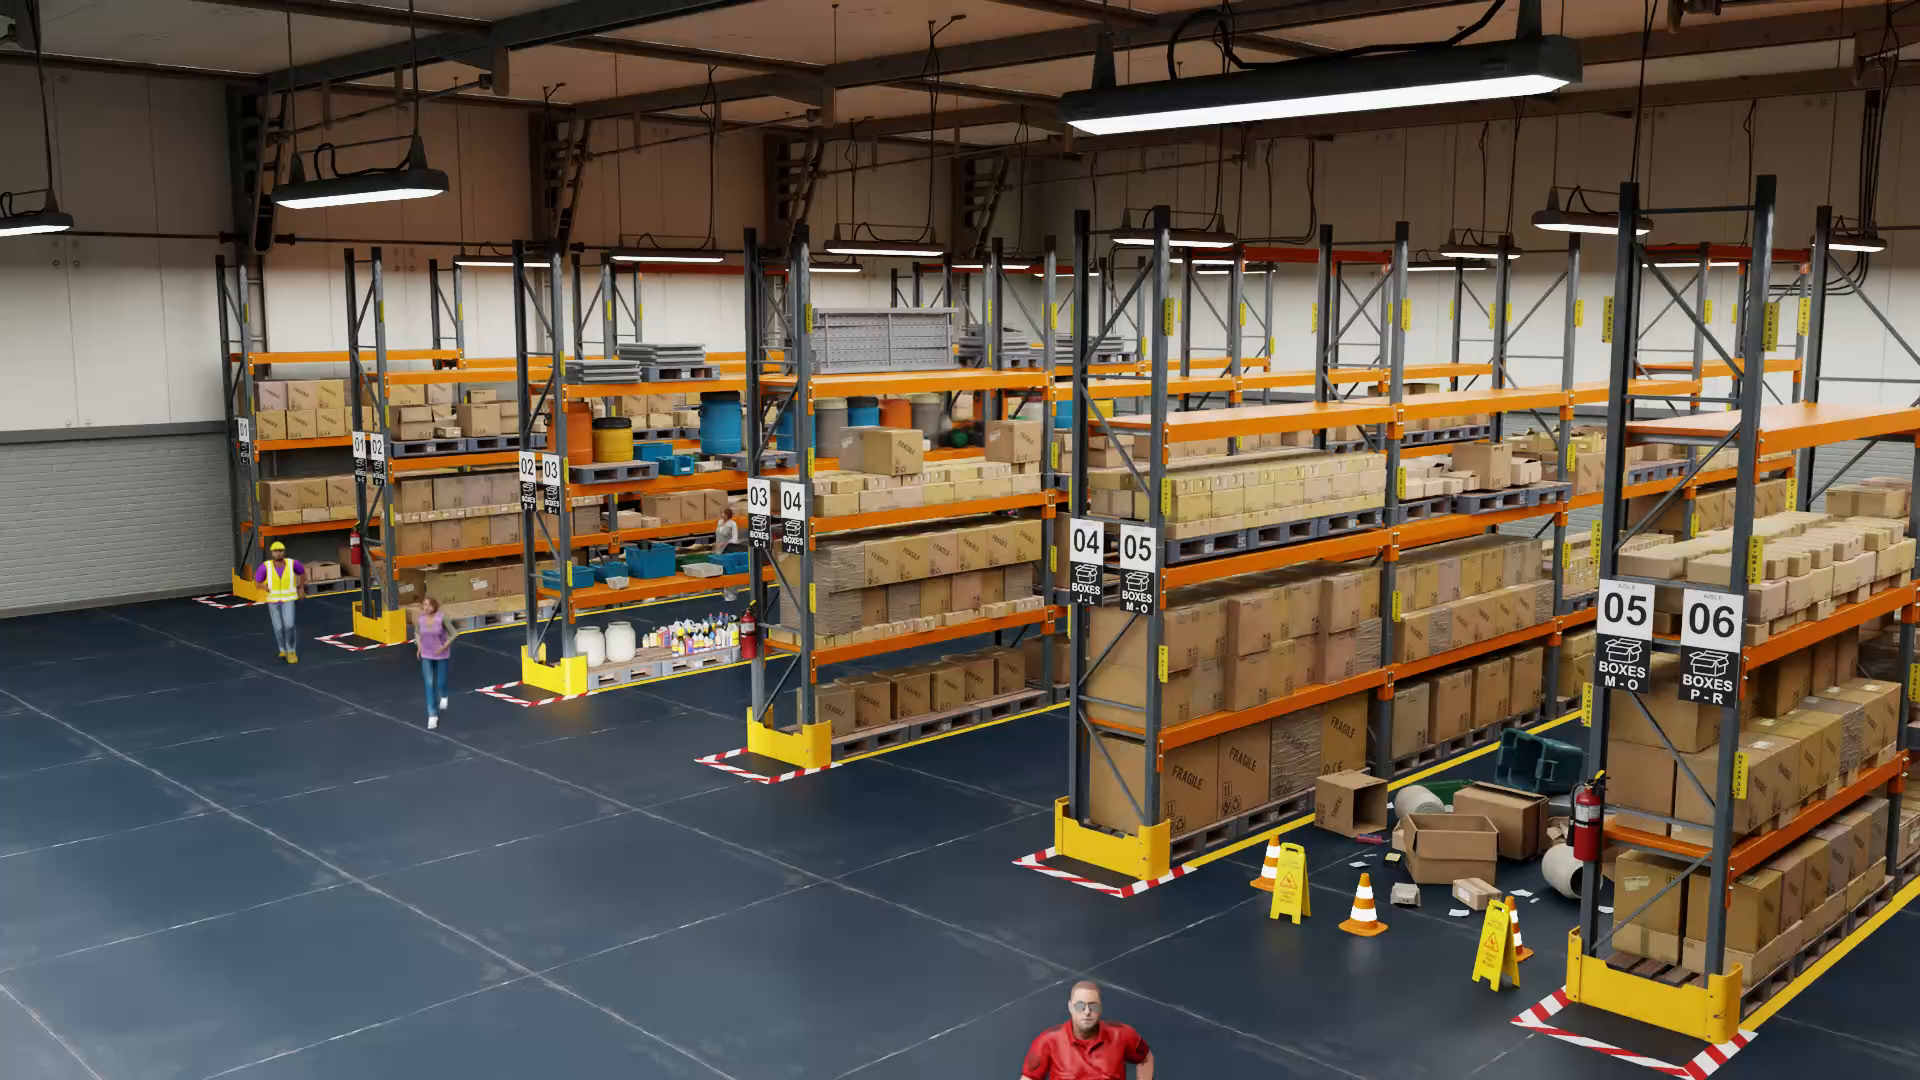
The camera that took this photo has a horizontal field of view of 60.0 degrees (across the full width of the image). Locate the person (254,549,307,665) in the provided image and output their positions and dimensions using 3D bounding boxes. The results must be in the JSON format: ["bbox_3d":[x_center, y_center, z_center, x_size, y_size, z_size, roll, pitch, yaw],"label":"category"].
[{"bbox_3d":[-9.804,0.926,24.007,0.681,1.754,0.730,-2,8,-16],"label":"person"}]

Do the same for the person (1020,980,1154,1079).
[{"bbox_3d":[0.666,2.719,8.538,0.716,0.875,0.553,0,8,0],"label":"person"}]

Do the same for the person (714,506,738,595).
[{"bbox_3d":[-3.876,0.193,27.317,0.524,1.501,0.560,5,9,31],"label":"person"}]

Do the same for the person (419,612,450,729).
[{"bbox_3d":[-6.485,1.574,20.641,0.345,1.405,0.759,-1,8,-6],"label":"person"}]
